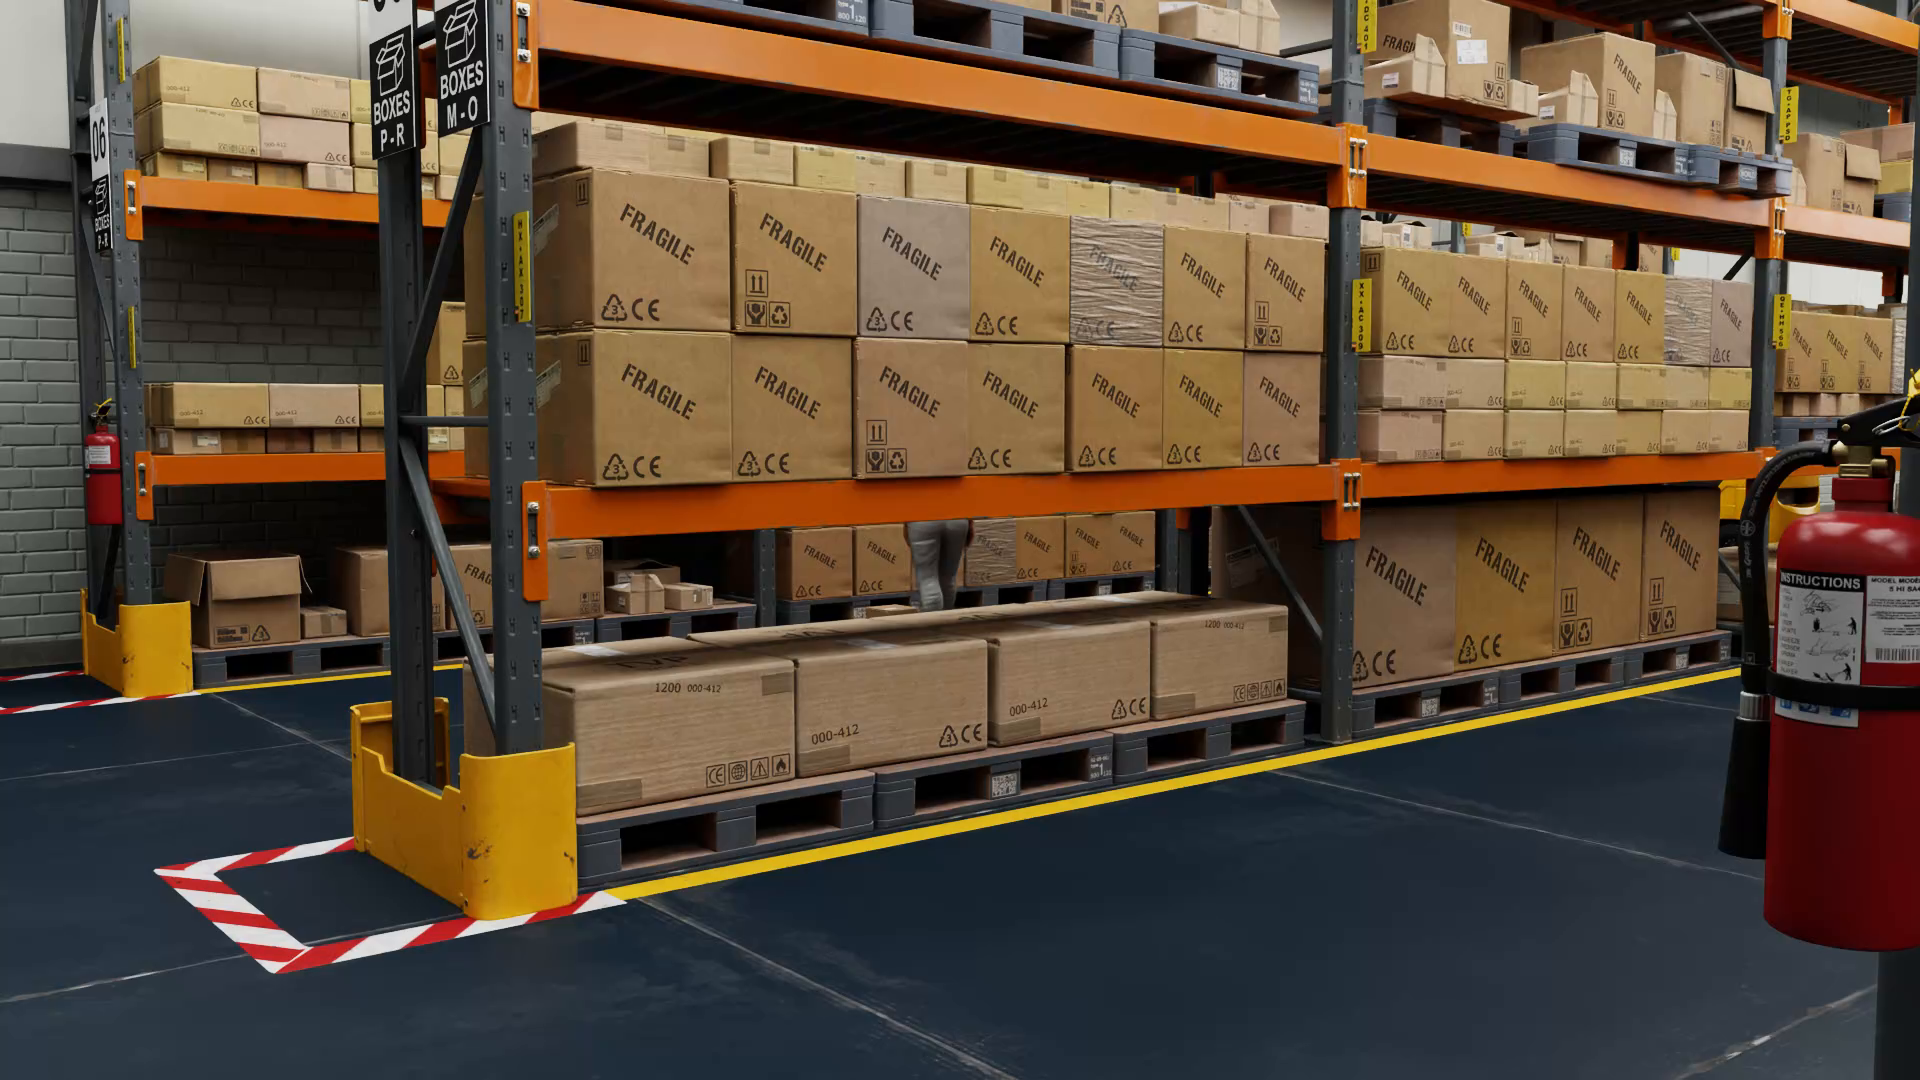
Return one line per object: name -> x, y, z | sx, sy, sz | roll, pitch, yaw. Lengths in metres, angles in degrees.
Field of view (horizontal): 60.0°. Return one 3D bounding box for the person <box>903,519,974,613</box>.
person -> -0.211, -0.119, 10.703 | 0.481, 1.653, 0.650 | -2, 5, -28
